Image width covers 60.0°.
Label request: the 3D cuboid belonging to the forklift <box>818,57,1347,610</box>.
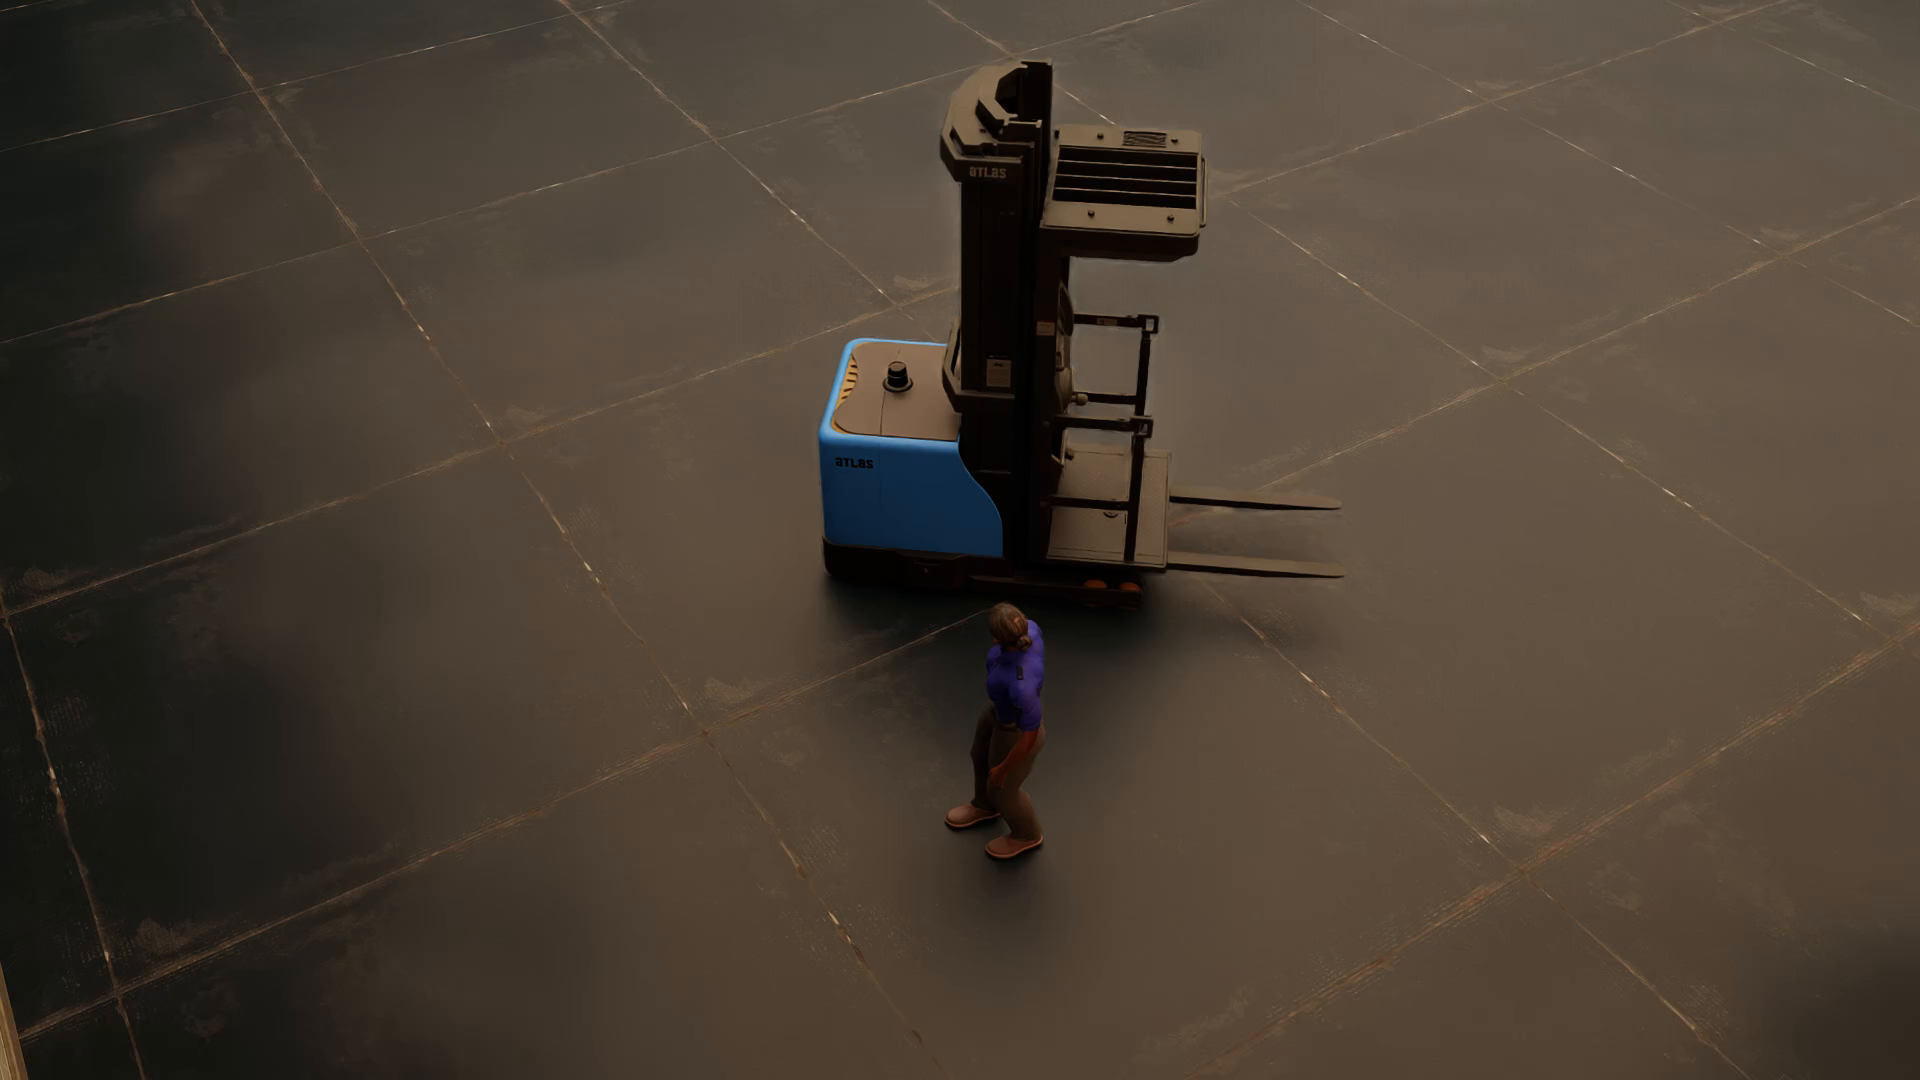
[{"bbox_3d":[0.754,-1.069,9.094,3.031,2.935,1.130,5,41,5],"label":"forklift"}]

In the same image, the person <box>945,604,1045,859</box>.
[{"bbox_3d":[0.174,0.889,7.843,0.474,1.633,0.658,-4,41,-5],"label":"person"}]
